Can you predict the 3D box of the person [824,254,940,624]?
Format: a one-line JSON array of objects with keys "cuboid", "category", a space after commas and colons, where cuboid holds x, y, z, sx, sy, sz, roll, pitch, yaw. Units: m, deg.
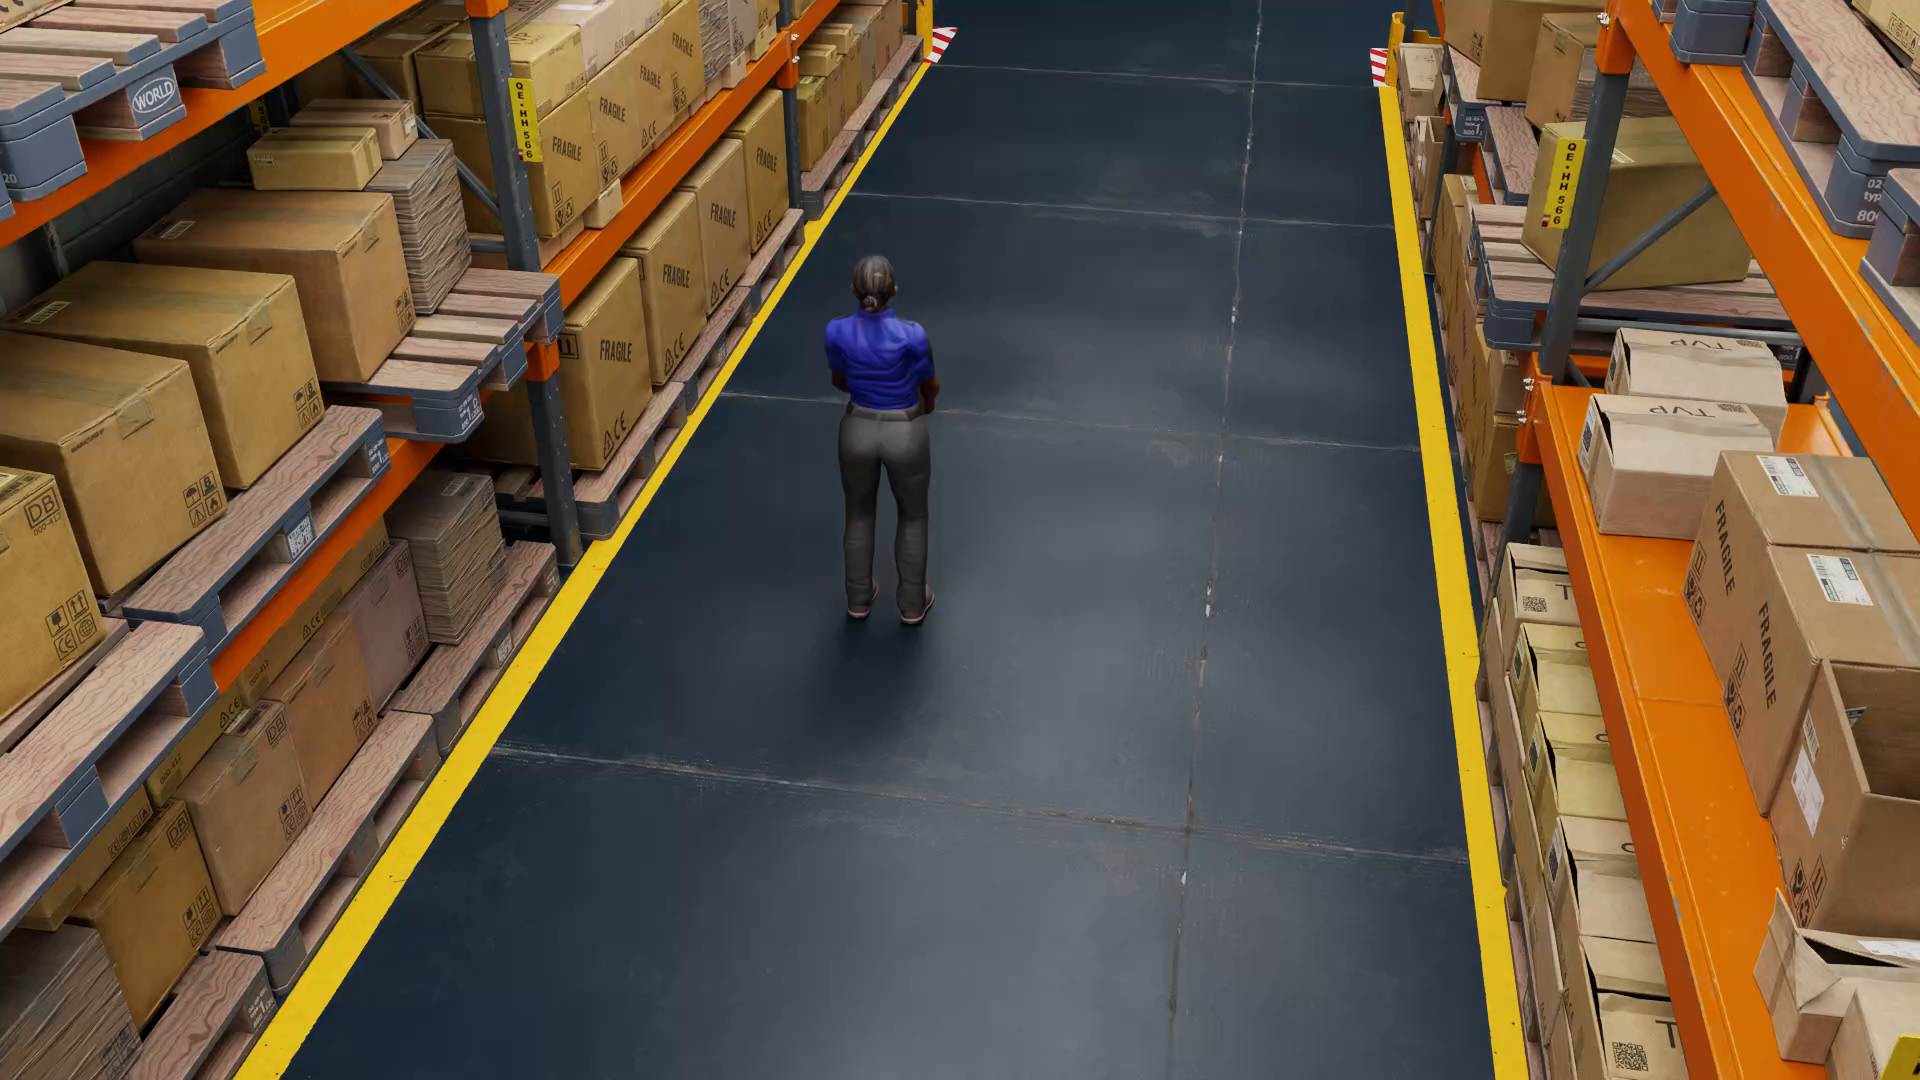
[{"cuboid": [-0.295, -0.446, 6.849, 0.445, 1.656, 0.502, 5, 33, 8], "category": "person"}]
